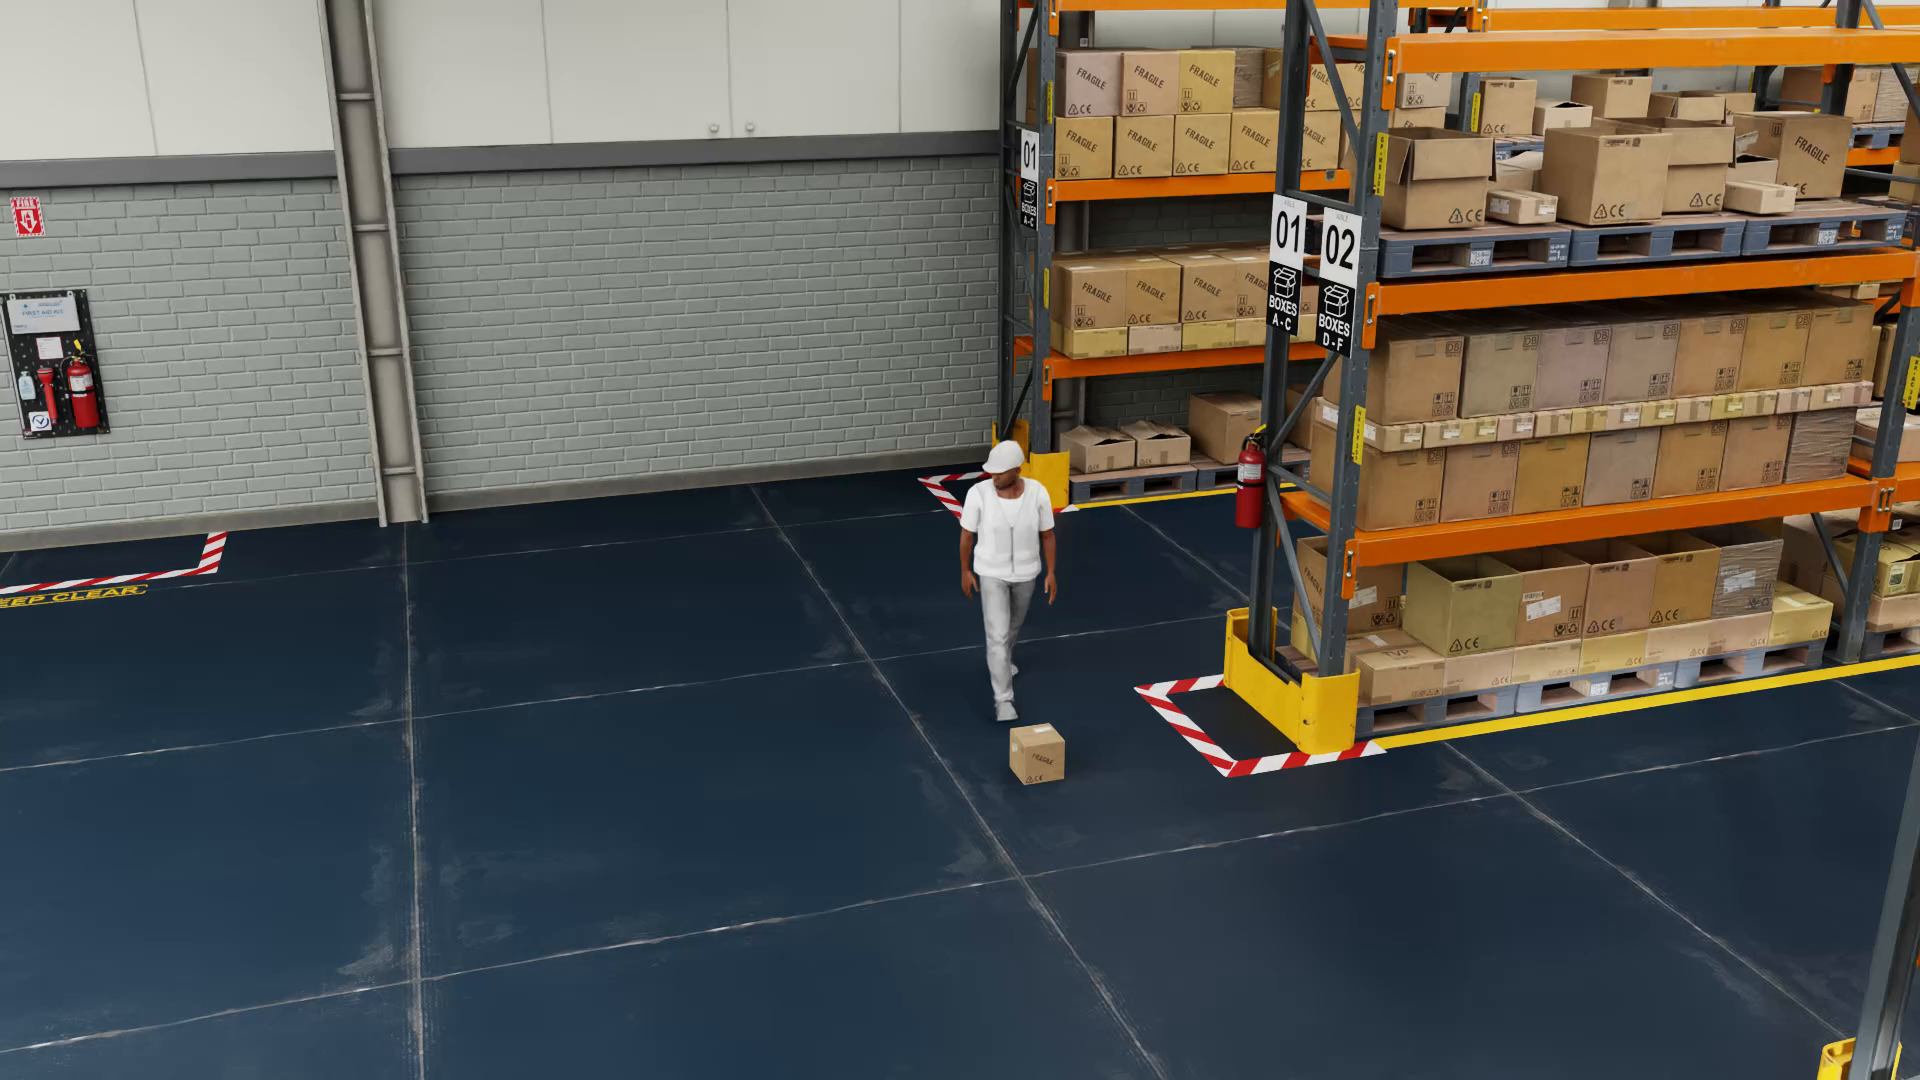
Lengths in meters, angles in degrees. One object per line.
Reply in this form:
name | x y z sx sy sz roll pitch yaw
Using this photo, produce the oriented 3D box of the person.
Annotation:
person | 0.309 0.204 10.457 0.584 1.740 0.999 -5 20 -13
